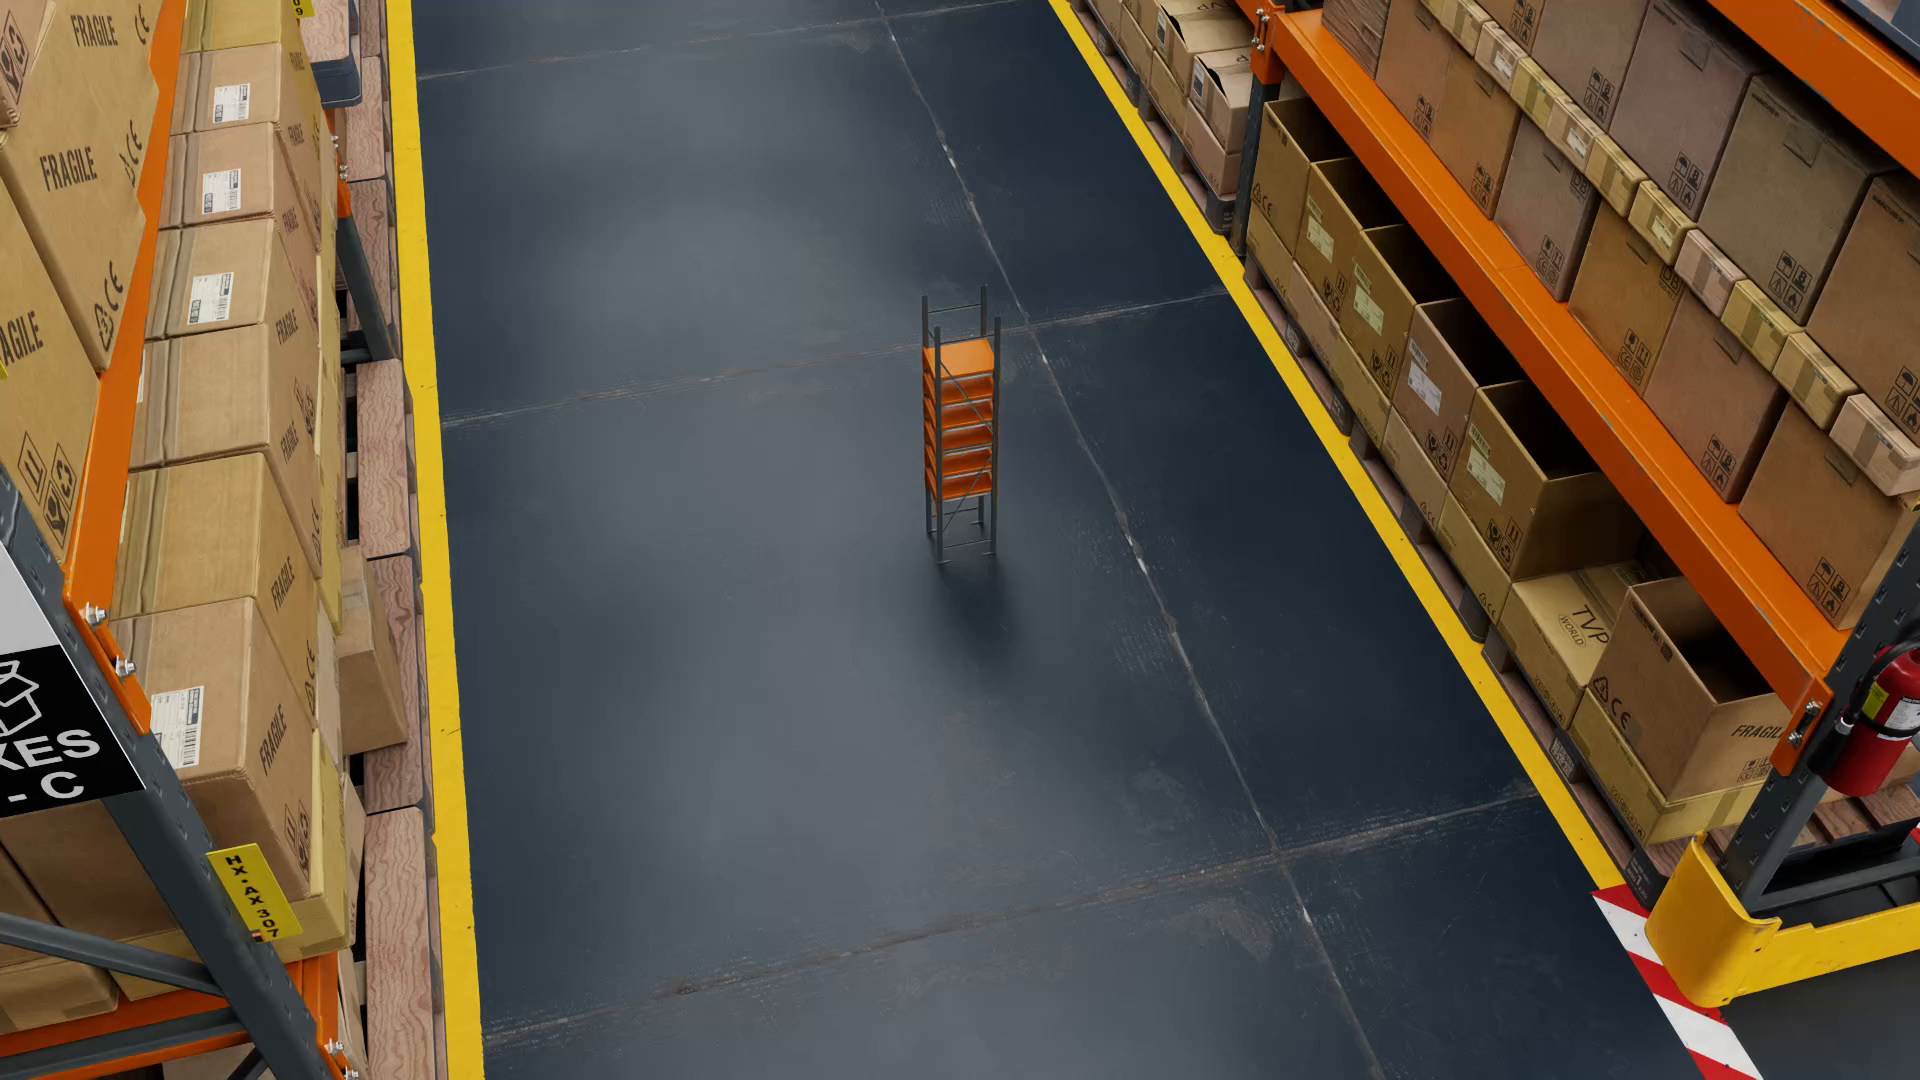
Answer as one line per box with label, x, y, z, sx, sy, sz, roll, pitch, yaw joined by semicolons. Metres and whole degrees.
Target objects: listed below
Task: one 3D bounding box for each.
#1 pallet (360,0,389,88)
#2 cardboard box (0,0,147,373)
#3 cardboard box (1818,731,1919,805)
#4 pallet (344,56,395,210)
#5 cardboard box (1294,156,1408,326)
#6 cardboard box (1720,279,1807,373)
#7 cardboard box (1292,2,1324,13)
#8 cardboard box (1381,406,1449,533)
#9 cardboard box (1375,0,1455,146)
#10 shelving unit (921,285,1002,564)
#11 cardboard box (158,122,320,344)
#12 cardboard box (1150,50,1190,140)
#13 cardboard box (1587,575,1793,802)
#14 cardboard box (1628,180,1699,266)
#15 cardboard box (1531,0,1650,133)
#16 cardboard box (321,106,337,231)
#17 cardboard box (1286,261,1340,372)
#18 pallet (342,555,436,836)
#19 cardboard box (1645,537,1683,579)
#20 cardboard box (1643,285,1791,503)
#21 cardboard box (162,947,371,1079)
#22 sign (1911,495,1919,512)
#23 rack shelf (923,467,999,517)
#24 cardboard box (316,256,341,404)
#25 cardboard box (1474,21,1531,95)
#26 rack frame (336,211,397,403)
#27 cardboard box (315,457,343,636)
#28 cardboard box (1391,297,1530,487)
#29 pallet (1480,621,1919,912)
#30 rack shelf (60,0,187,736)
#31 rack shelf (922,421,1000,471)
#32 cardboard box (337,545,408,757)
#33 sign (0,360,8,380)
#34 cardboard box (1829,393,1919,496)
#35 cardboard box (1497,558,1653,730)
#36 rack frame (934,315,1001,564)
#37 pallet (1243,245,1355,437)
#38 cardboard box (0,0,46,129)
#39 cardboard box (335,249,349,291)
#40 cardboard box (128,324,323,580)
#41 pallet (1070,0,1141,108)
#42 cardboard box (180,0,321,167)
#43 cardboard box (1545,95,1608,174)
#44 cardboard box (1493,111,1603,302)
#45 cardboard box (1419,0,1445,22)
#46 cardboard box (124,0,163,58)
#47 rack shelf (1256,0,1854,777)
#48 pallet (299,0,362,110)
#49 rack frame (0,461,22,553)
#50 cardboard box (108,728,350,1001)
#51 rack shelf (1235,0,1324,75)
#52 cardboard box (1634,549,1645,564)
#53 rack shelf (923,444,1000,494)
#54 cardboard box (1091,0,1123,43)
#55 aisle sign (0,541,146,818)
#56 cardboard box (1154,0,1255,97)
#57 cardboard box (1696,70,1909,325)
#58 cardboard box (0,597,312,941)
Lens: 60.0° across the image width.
pallet;-3.792;-2.891;9.435;1.003;0.211;1.213;-11;47;-10
cardboard box;-1.890;-0.629;3.082;0.500;0.500;0.500;-8;46;-8
cardboard box;2.923;0.613;5.681;0.500;0.250;0.500;-11;47;-10
pallet;-3.483;-2.050;8.612;1.003;0.211;1.213;-11;47;-10
cardboard box;1.773;-1.279;7.010;0.500;0.500;0.500;-11;47;-10
cardboard box;2.429;-0.640;4.753;0.380;0.149;0.250;-11;47;-11
cardboard box;1.833;-2.612;8.448;0.500;0.311;0.500;-11;47;-11
cardboard box;2.027;-0.326;6.601;0.500;0.250;0.500;-11;47;-10
cardboard box;2.082;-1.920;6.462;0.700;0.500;0.500;-11;47;-11
shelving unit;0.004;-0.410;6.312;0.258;1.200;0.189;-11;47;-10
cardboard box;-2.295;-0.899;5.097;0.500;0.500;0.500;-12;47;-11
cardboard box;1.307;-2.321;8.556;0.500;0.250;0.500;-11;47;-11
cardboard box;2.420;0.445;5.320;0.500;0.500;0.500;-11;47;-10
cardboard box;2.299;-0.995;5.101;0.380;0.149;0.250;-9;46;-9
cardboard box;2.326;-1.698;5.335;0.700;0.500;0.500;-11;47;-10
cardboard box;-2.552;-1.328;6.042;0.500;0.250;0.500;-11;47;-10
cardboard box;1.770;-1.016;7.277;0.500;0.250;0.500;-11;47;-10
pallet;-2.445;0.632;5.983;1.003;0.211;1.213;-11;47;-10
cardboard box;2.793;0.005;5.751;0.500;0.500;0.500;-11;47;-10
cardboard box;2.599;-0.513;5.083;0.700;0.500;0.500;-10;46;-9
cardboard box;-2.033;1.409;4.843;0.500;0.311;0.500;-16;48;-15
sign;2.317;-0.190;3.860;0.100;0.325;0.005;-11;47;-10
rack shelf;0.004;-0.211;6.515;0.258;0.103;0.180;-11;47;-10
cardboard box;-2.289;-0.638;5.366;0.500;0.250;0.500;-11;47;-11
cardboard box;2.036;-1.706;5.797;0.380;0.149;0.250;-12;47;-11
rack frame;-2.967;-1.645;6.262;1.000;3.000;0.127;-11;47;-10
cardboard box;-2.032;0.058;4.684;0.500;0.250;0.500;-11;47;-11
cardboard box;2.023;-0.588;6.332;0.500;0.500;0.500;-11;47;-10
pallet;2.609;0.664;5.952;1.003;0.211;1.213;-11;47;-10
rack shelf;-2.455;-1.063;4.095;1.077;0.370;4.000;-11;47;-10
rack shelf;0.004;-0.379;6.343;0.258;0.103;0.180;-11;47;-10
cardboard box;-2.318;0.434;5.667;0.700;0.500;0.500;-13;47;-13
sign;-1.418;-0.339;2.270;0.100;0.325;0.005;-11;47;-10
cardboard box;2.563;-0.283;4.403;0.380;0.149;0.250;-11;47;-11
cardboard box;2.283;0.364;5.924;0.500;0.250;0.500;-11;47;-10
rack frame;0.027;-0.347;6.250;0.240;1.200;0.006;-11;47;-10
pallet;1.984;-1.021;7.603;1.003;0.211;1.213;-11;47;-10
cardboard box;-1.886;-0.991;2.737;0.500;0.500;0.500;-11;47;-11
cardboard box;-3.171;-1.429;7.493;0.700;0.500;0.500;-9;46;-9
cardboard box;-2.017;-0.186;4.398;0.500;0.500;0.500;-12;47;-12
pallet;1.279;-2.923;9.467;1.003;0.211;1.213;-11;47;-10
cardboard box;-2.547;-1.592;5.776;0.500;0.500;0.500;-11;47;-10
cardboard box;2.164;-1.353;5.452;0.380;0.149;0.250;-11;47;-11
cardboard box;2.339;-1.220;5.775;0.700;0.500;0.500;-9;46;-9
cardboard box;1.903;-2.063;6.147;0.380;0.149;0.250;-11;47;-11
cardboard box;-2.184;-1.353;3.792;0.500;0.500;0.500;-8;46;-8
rack shelf;2.333;-0.921;6.056;1.077;0.370;4.000;-11;47;-10
pallet;-3.022;-2.132;6.874;1.003;0.211;1.213;-11;47;-10
rack frame;-1.943;-0.983;1.413;1.000;3.000;0.127;-11;47;-10
cardboard box;-1.761;0.767;3.989;0.500;0.250;0.500;-12;47;-11
rack shelf;1.309;-3.683;8.762;1.077;0.370;4.000;-11;47;-10
cardboard box;2.664;-0.077;6.357;0.500;0.250;0.500;-11;47;-10
rack shelf;0.004;-0.295;6.429;0.258;0.103;0.180;-11;47;-10
cardboard box;1.047;-3.026;9.246;0.500;0.250;0.500;-10;46;-10
aisle sign;-1.634;0.201;2.632;0.394;0.787;0.004;-11;47;-10
cardboard box;1.301;-2.520;8.358;0.500;0.311;0.500;-10;46;-9
cardboard box;2.584;-1.004;4.656;0.700;0.500;0.500;-12;47;-11
cardboard box;-1.774;0.515;3.711;0.500;0.500;0.500;-11;47;-10
